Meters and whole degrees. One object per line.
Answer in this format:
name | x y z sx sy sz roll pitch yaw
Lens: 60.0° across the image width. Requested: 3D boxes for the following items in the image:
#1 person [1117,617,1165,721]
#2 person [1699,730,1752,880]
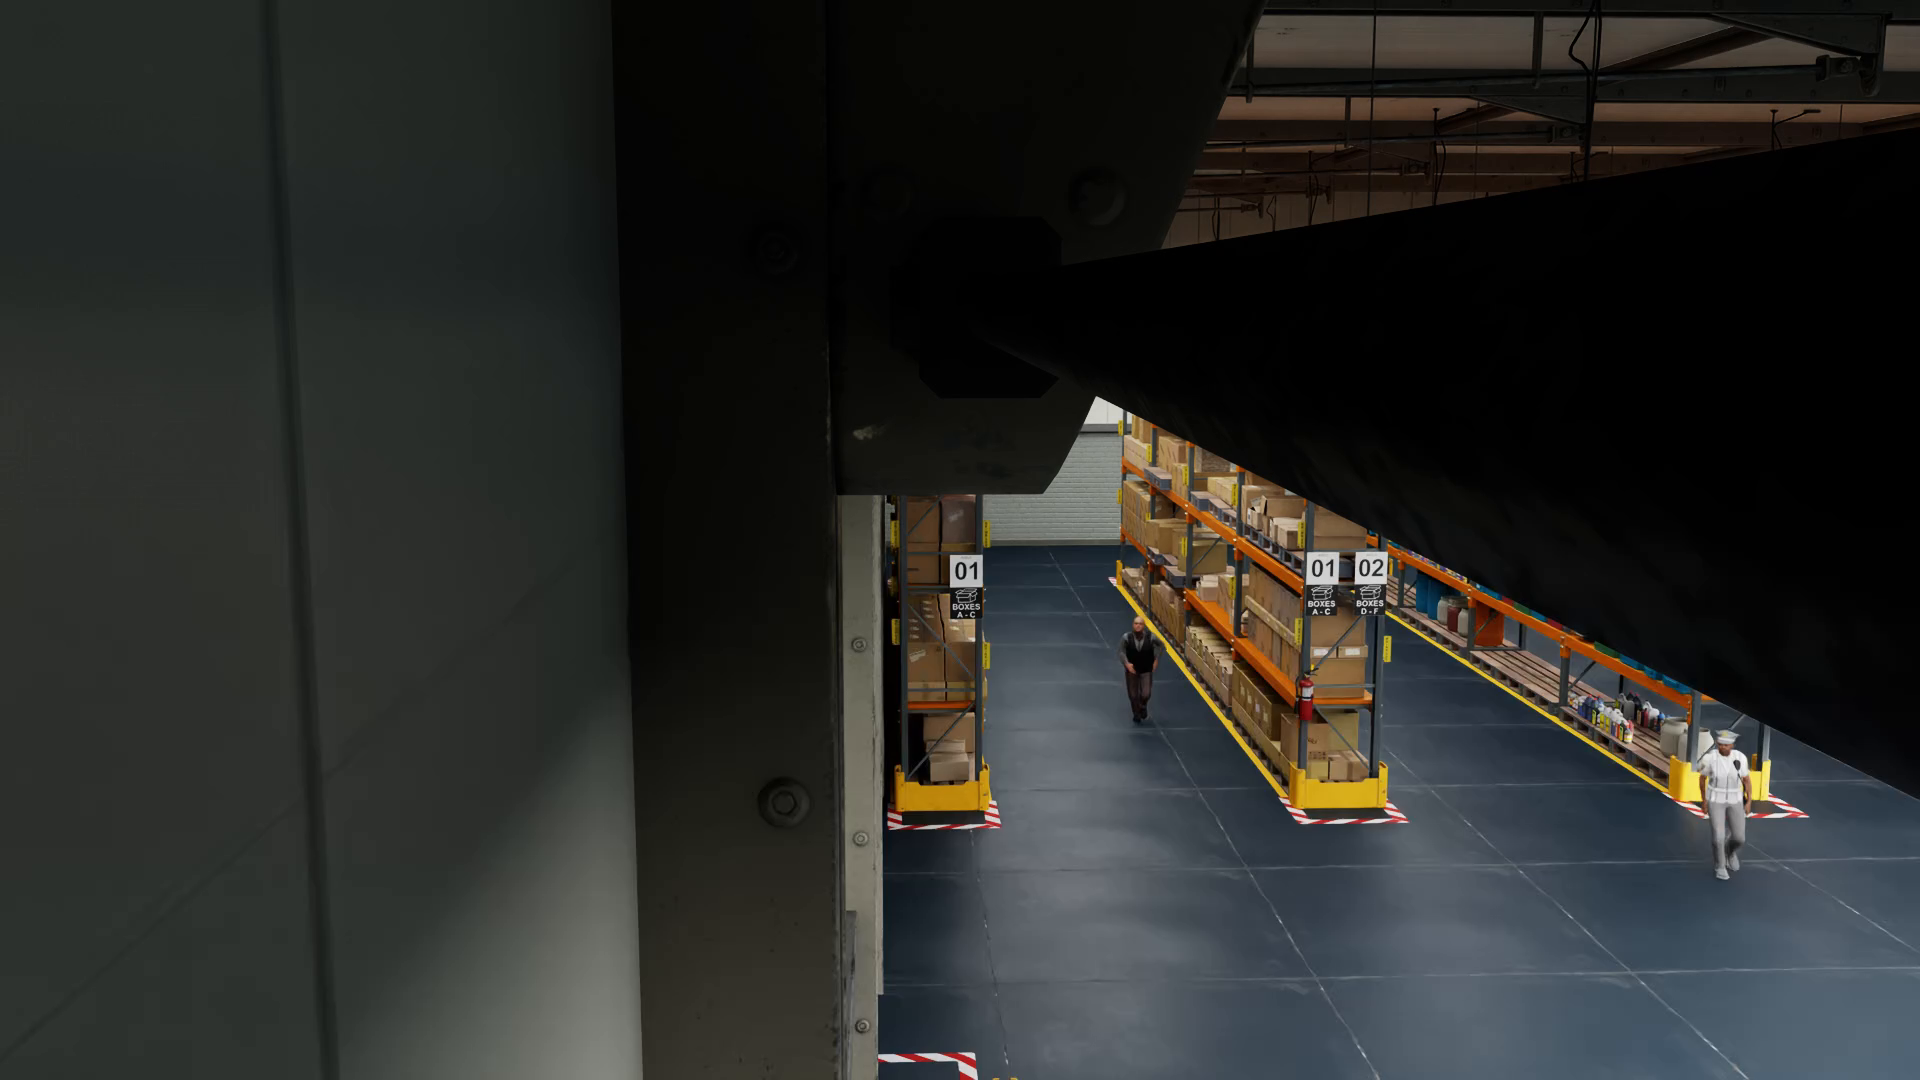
person | 2.671 1.913 24.570 0.700 1.636 0.721 1 8 6
person | 8.363 2.853 18.206 0.522 1.658 0.506 2 9 15
